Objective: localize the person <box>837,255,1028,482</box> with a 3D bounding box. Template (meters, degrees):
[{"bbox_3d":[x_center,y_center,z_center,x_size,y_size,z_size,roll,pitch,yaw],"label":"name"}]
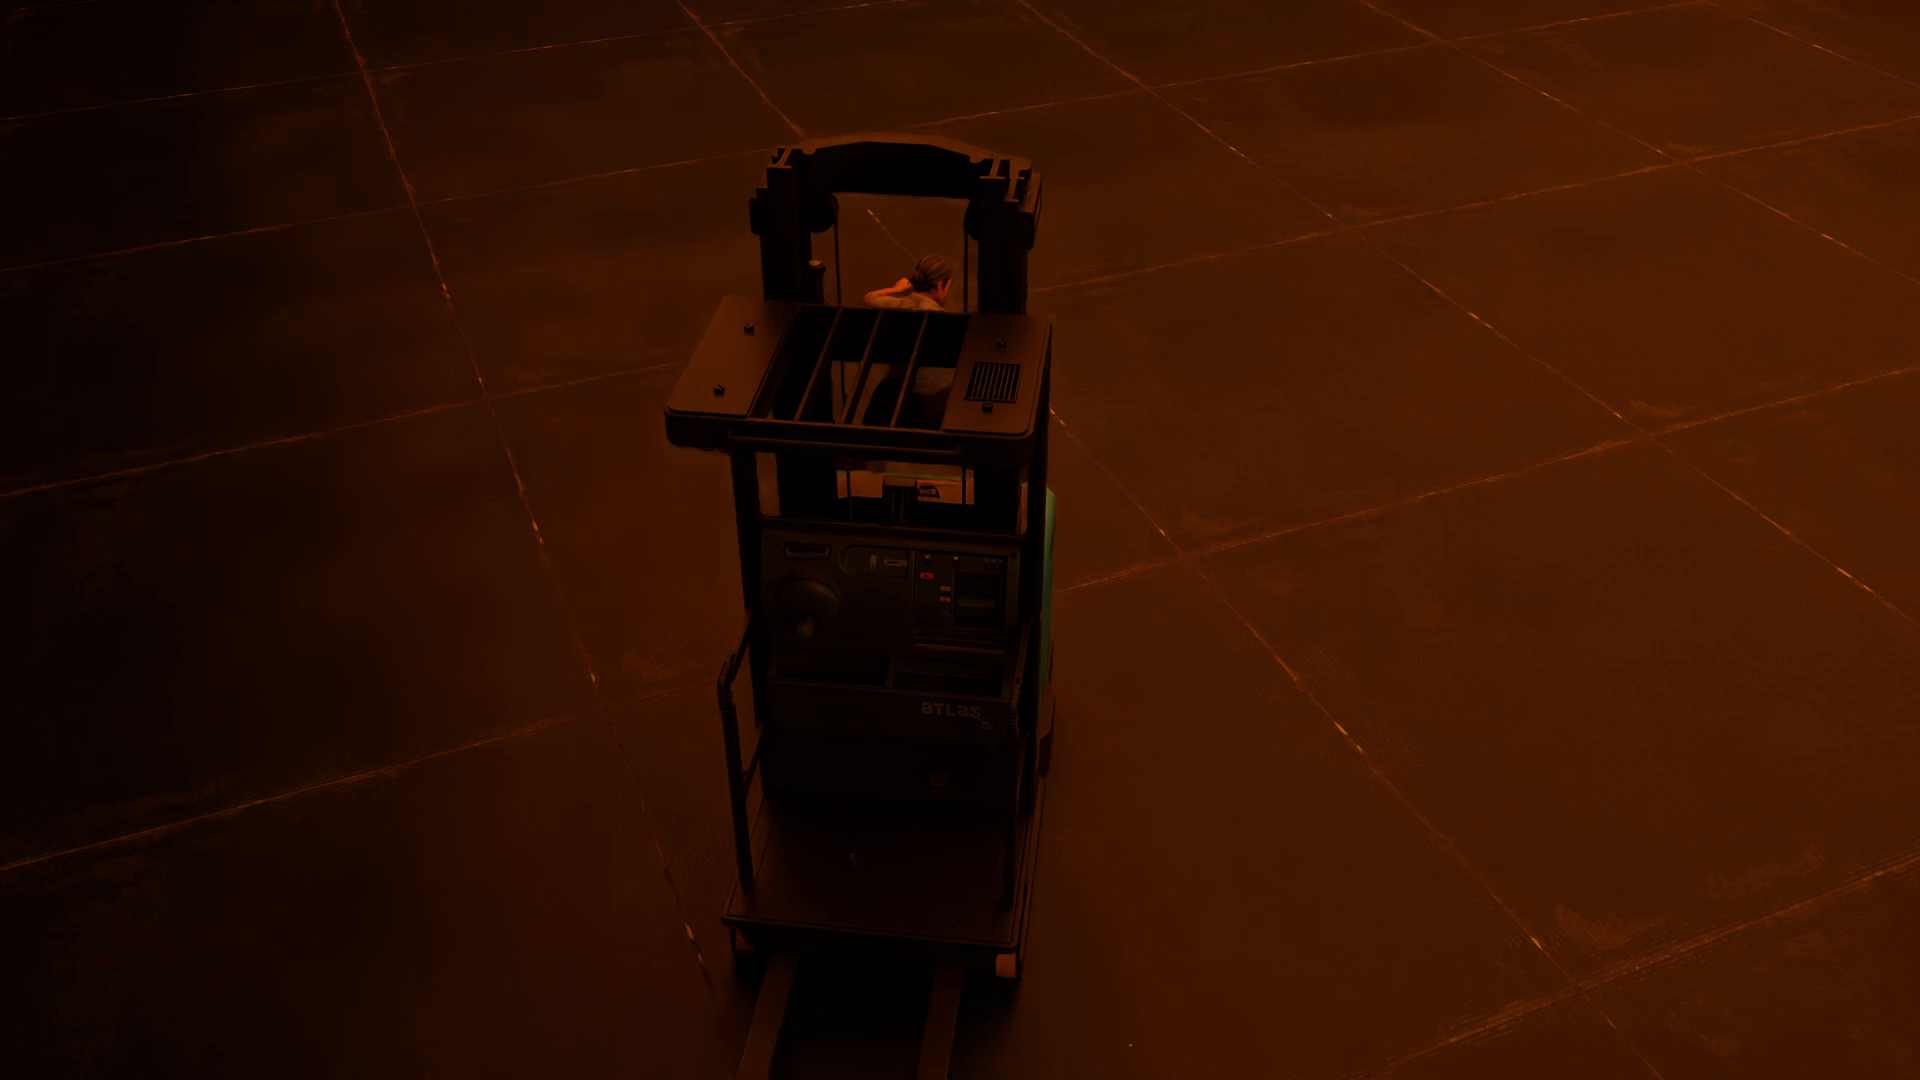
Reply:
[{"bbox_3d":[-0.132,-0.838,8.572,1.204,1.430,0.626,26,43,32],"label":"person"}]

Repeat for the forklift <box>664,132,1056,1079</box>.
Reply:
[{"bbox_3d":[-0.277,0.245,5.754,1.130,2.935,3.031,4,36,6],"label":"forklift"}]
